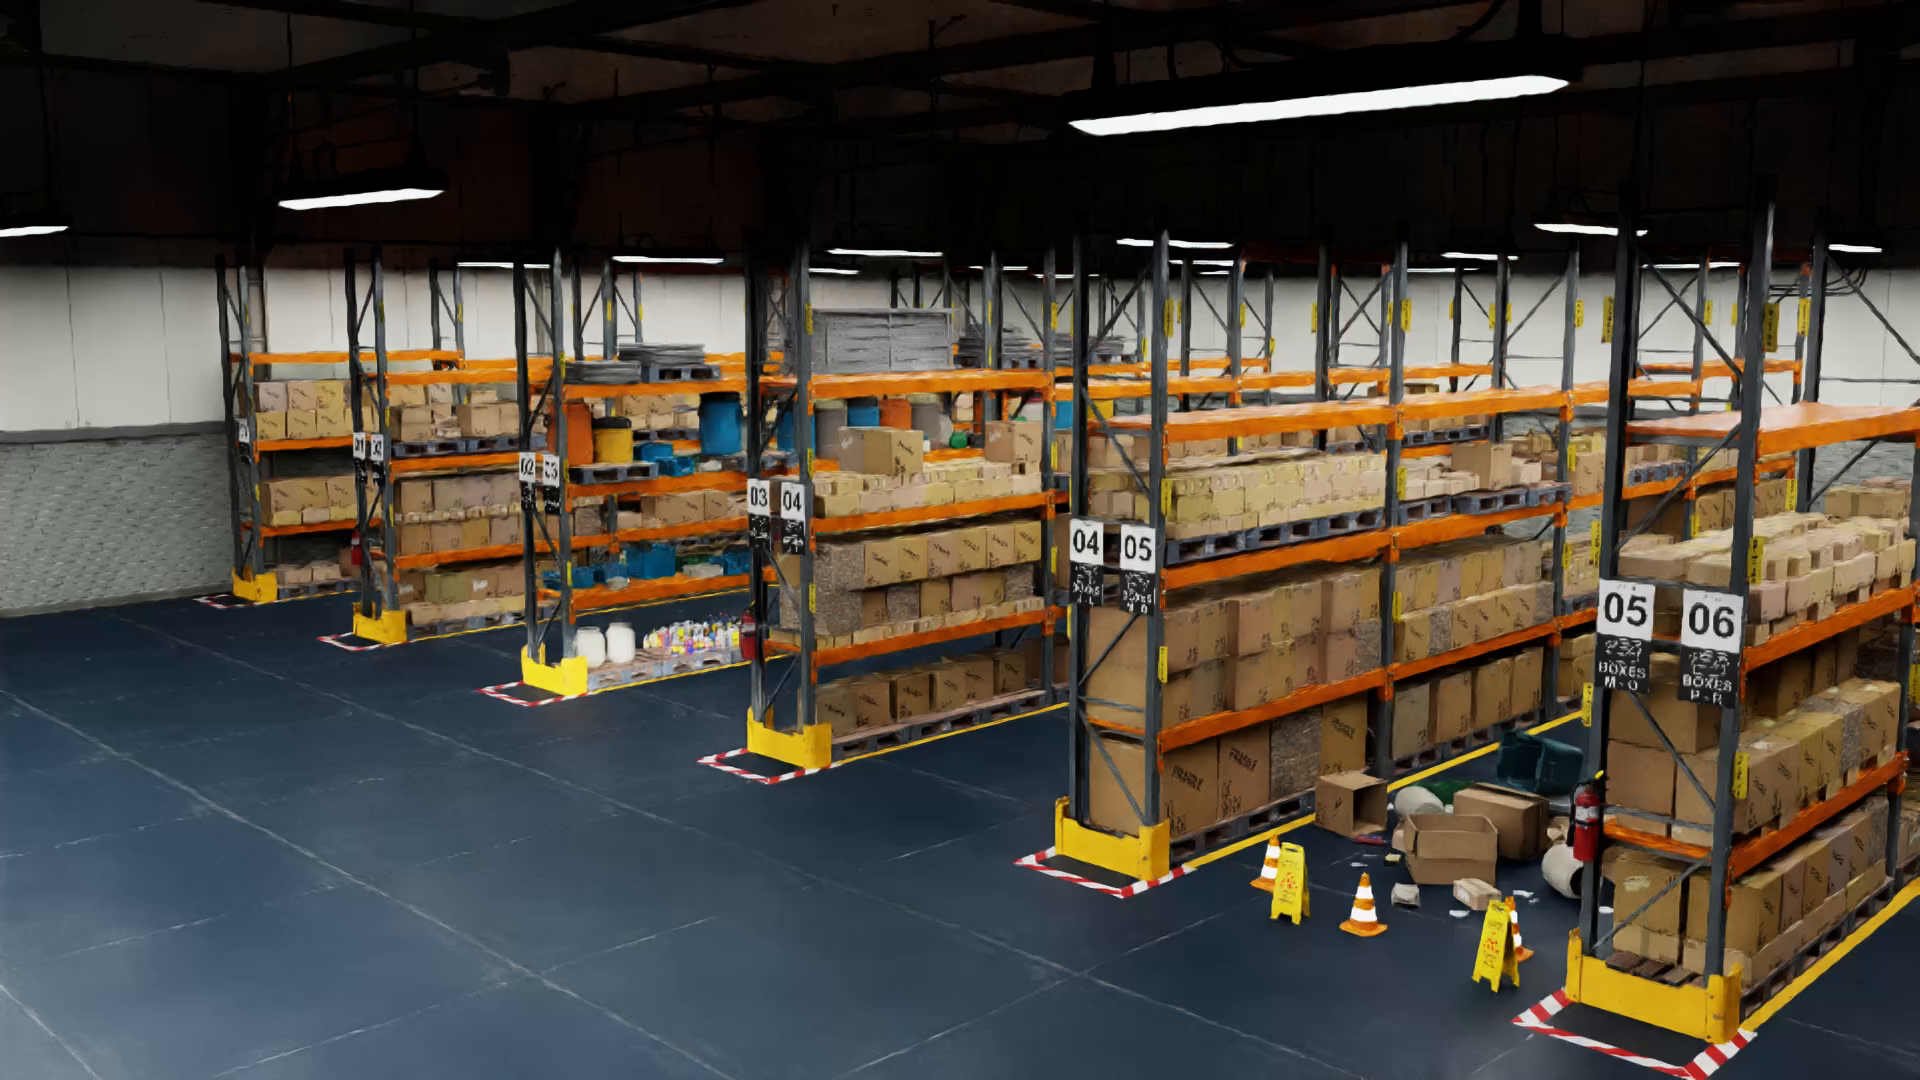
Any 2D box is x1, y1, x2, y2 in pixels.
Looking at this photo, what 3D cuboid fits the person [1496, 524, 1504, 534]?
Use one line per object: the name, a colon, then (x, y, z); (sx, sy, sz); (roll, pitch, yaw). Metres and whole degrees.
person: (8.968, 0.473, 27.777); (1.037, 1.517, 0.417); (-7, 11, -42)
